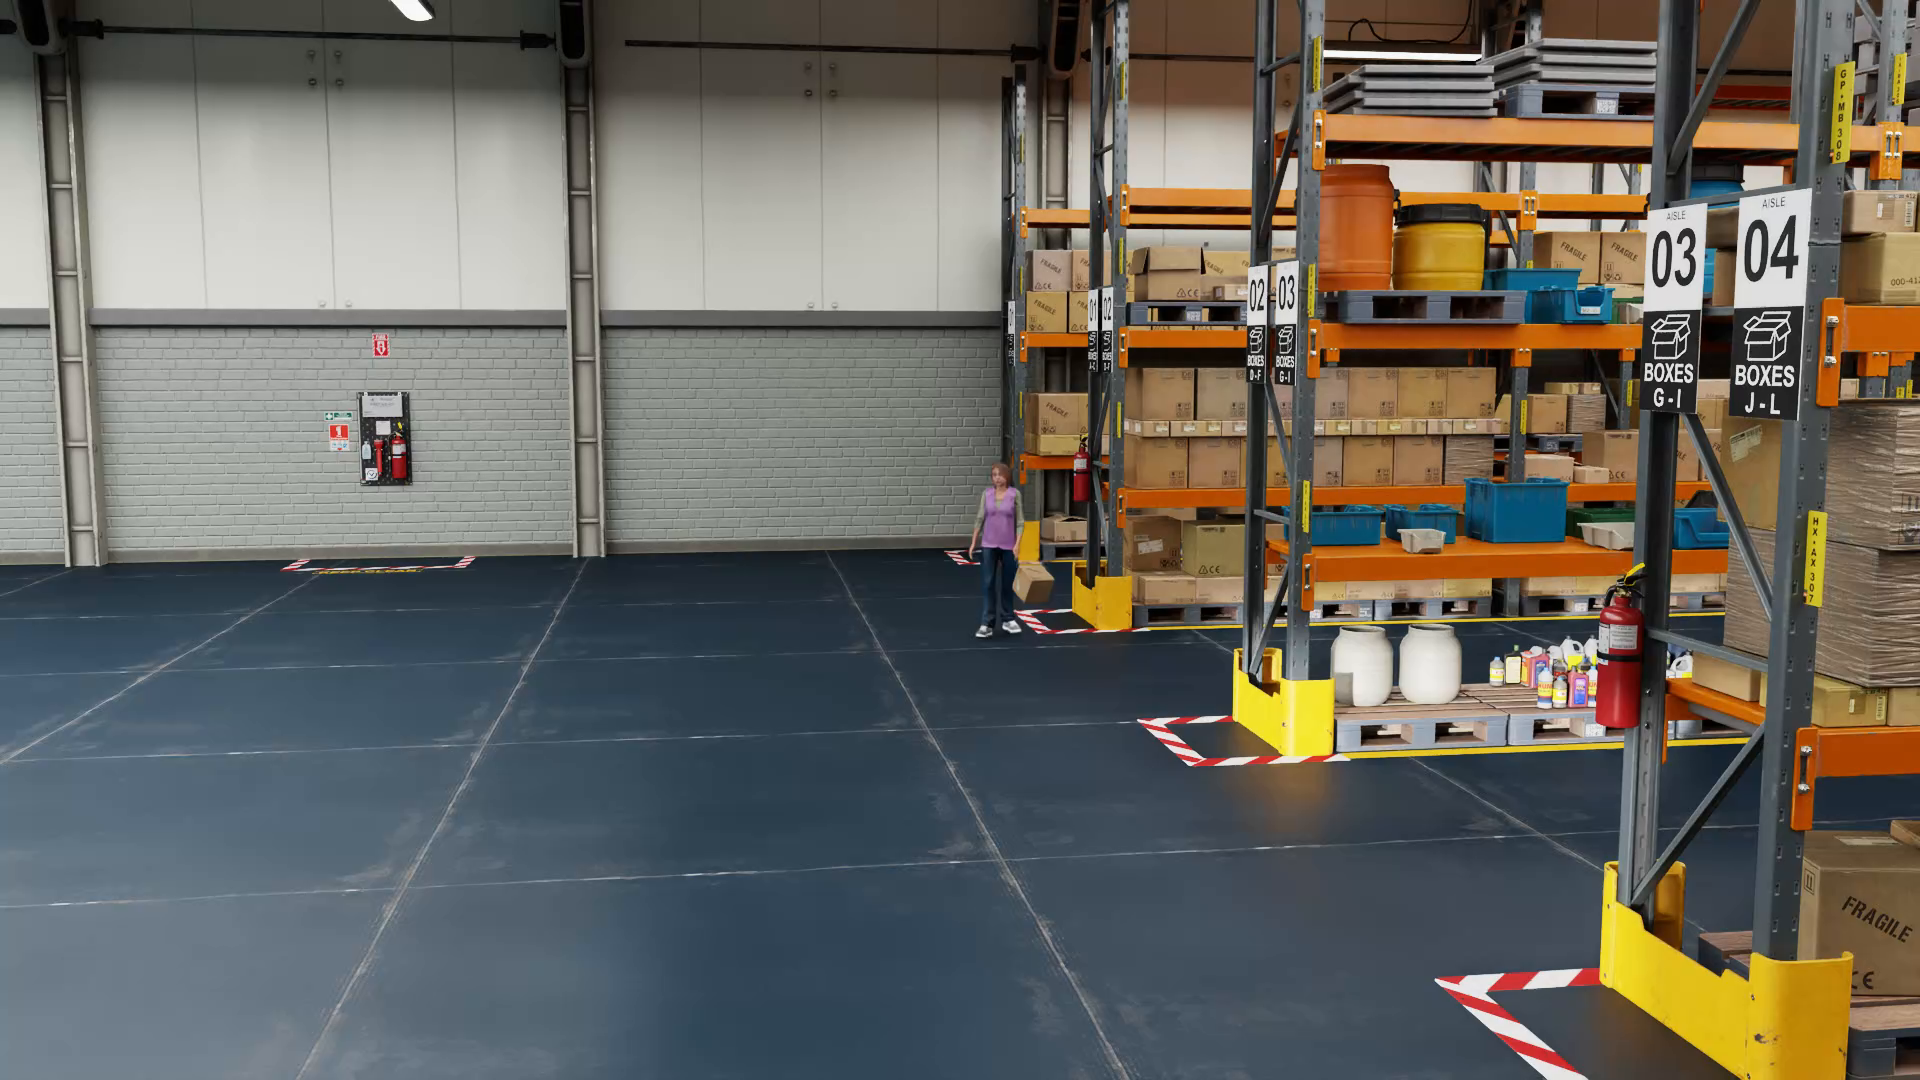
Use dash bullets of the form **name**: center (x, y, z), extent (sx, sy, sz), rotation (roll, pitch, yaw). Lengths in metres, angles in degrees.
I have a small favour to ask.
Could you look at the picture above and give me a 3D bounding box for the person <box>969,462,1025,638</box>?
- **person**: center (0.346, 0.080, 15.293), extent (0.510, 1.595, 0.550), rotation (1, 7, 9)
